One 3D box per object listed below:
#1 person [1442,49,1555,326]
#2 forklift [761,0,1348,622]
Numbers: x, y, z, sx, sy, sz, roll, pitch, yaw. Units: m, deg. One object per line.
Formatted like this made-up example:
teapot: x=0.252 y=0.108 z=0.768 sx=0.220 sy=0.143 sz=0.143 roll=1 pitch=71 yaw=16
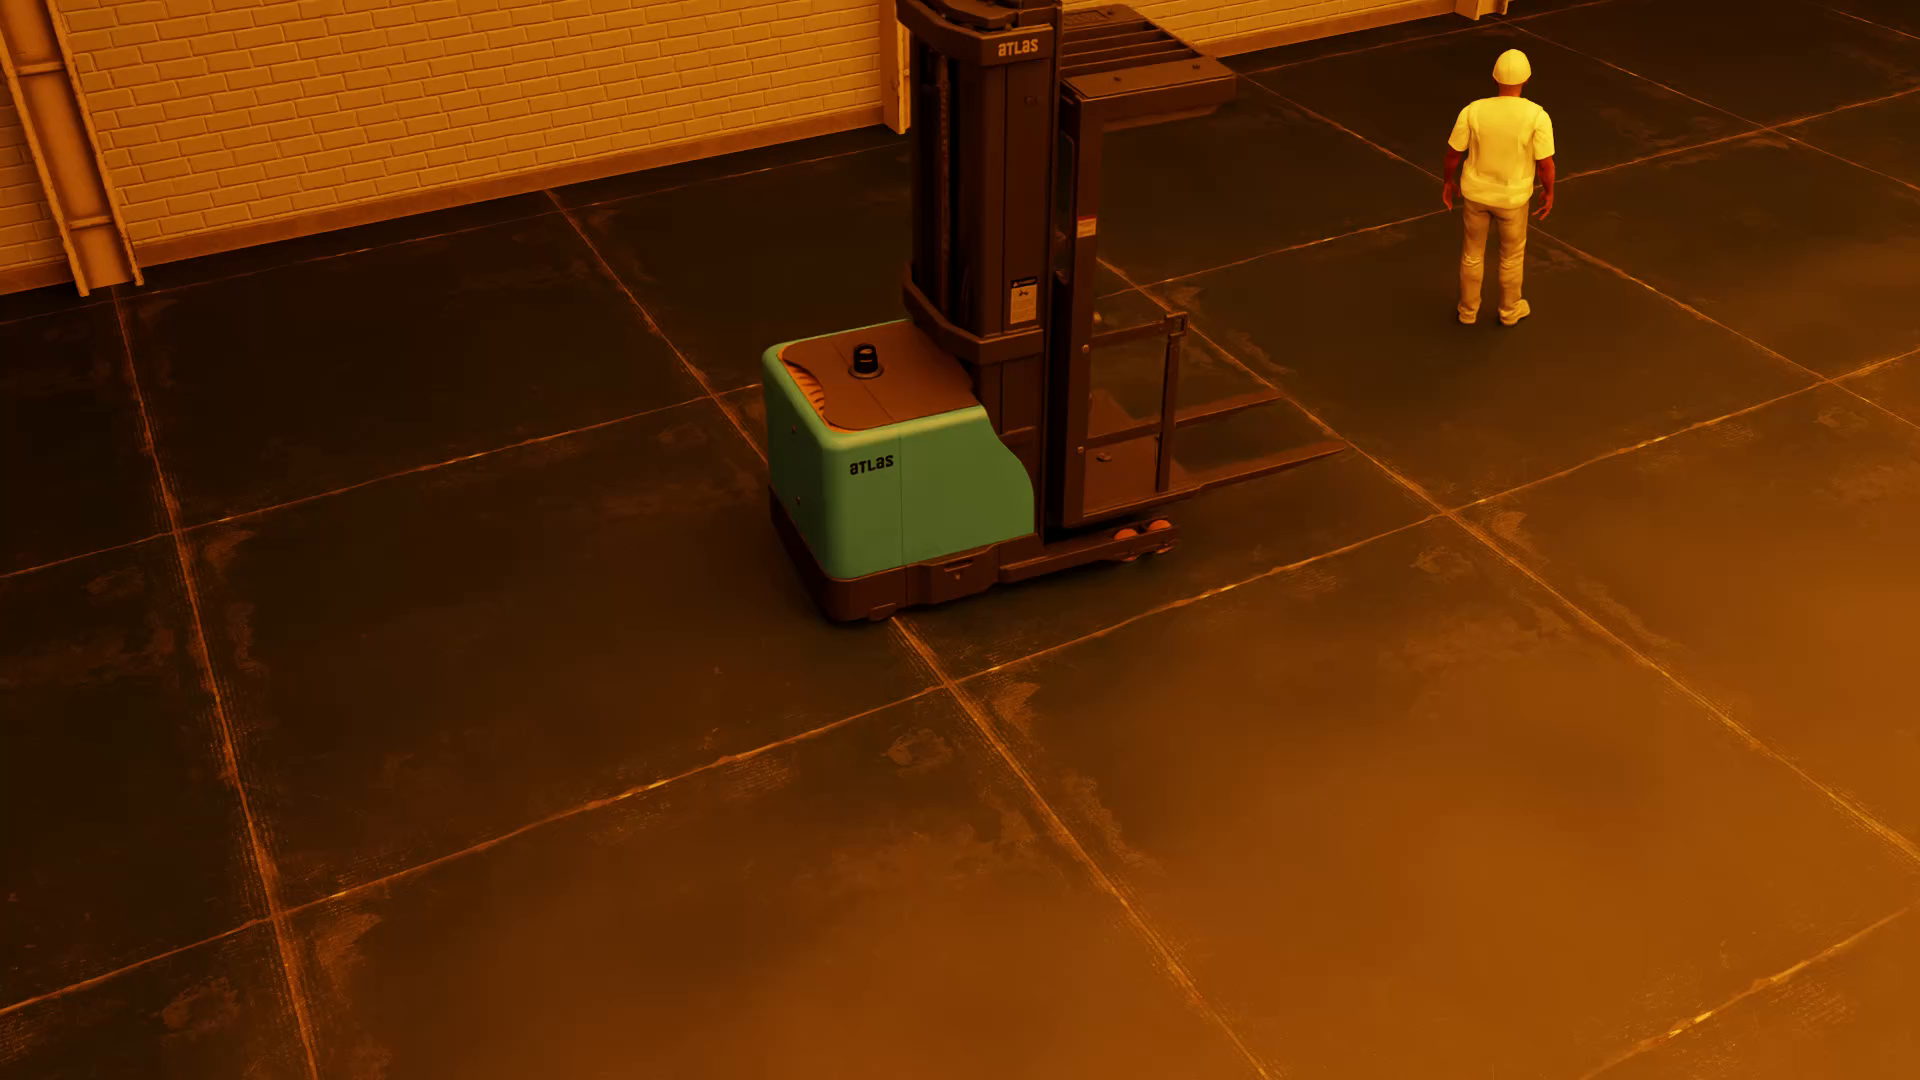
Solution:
person: x=3.294 y=-2.151 z=10.165 sx=0.665 sy=1.767 sz=0.570 roll=17 pitch=38 yaw=22
forklift: x=0.577 y=-1.352 z=8.036 sx=3.031 sy=2.935 sz=1.130 roll=-14 pitch=38 yaw=-19
